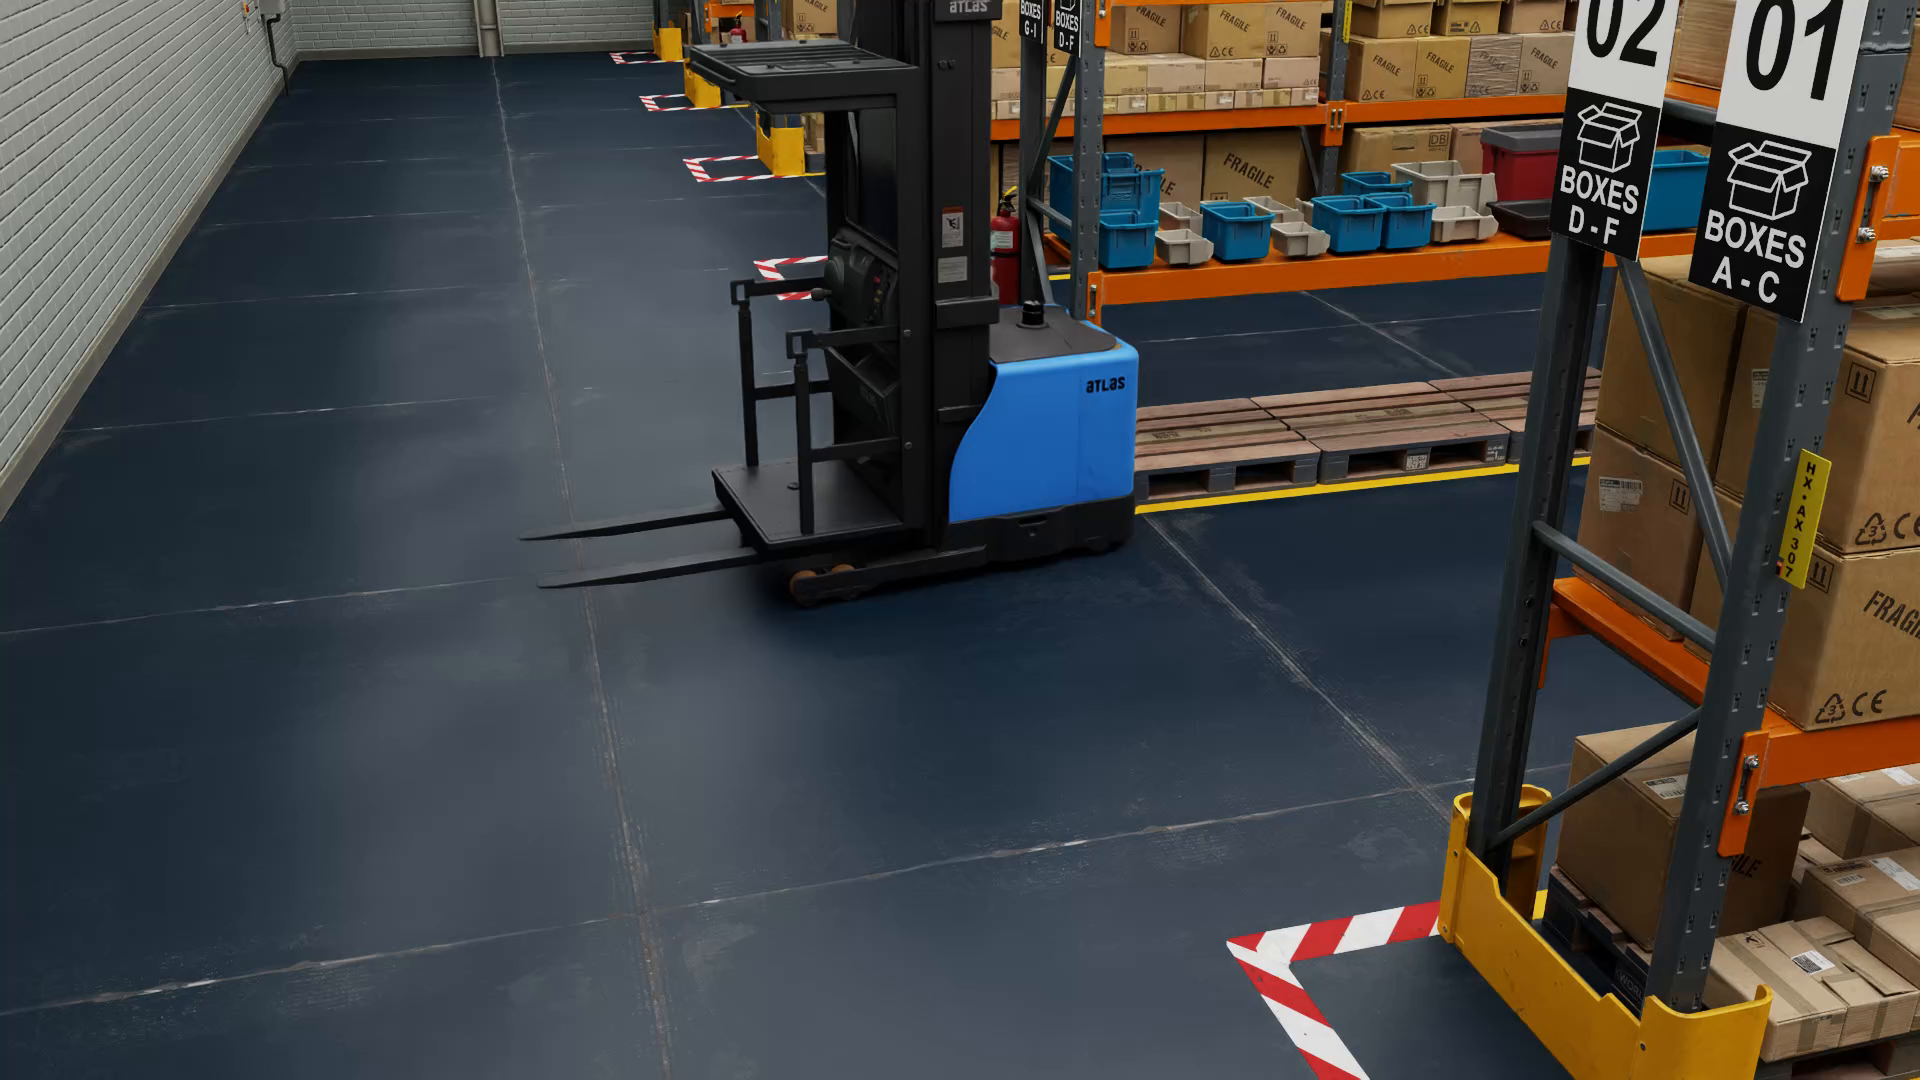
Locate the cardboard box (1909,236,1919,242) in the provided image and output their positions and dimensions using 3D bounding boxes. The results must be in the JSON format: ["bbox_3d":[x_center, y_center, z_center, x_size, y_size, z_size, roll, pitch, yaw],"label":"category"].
[{"bbox_3d":[3.197,-0.626,5.010,0.500,0.500,0.500,-6,24,-13],"label":"cardboard box"}]

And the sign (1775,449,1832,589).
[{"bbox_3d":[2.006,-0.049,3.963,0.005,0.325,0.100,-6,24,-14],"label":"sign"}]

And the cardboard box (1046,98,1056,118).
[{"bbox_3d":[0.607,-3.526,13.482,0.250,0.149,0.380,-7,24,-15],"label":"cardboard box"}]

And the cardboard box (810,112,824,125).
[{"bbox_3d":[-1.460,-4.596,17.985,0.250,0.149,0.380,-7,24,-17],"label":"cardboard box"}]

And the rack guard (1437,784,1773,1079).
[{"bbox_3d":[1.932,1.283,5.126,0.348,0.500,1.175,-6,24,-14],"label":"rack guard"}]

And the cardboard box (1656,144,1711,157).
[{"bbox_3d":[6.219,-3.622,15.549,0.875,0.875,1.225,-7,24,-17],"label":"cardboard box"}]

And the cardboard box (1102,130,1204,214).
[{"bbox_3d":[1.514,-3.126,14.393,0.875,0.875,0.875,-6,24,-14],"label":"cardboard box"}]

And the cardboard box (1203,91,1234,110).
[{"bbox_3d":[2.090,-3.691,13.866,0.250,0.149,0.380,-6,24,-13],"label":"cardboard box"}]

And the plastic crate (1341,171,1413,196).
[{"bbox_3d":[2.433,-2.005,9.755,0.300,0.233,0.416,-6,24,-14],"label":"plastic crate"}]

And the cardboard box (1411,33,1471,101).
[{"bbox_3d":[4.032,-4.099,14.372,0.500,0.500,0.500,-6,24,-14],"label":"cardboard box"}]

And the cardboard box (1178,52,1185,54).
[{"bbox_3d":[2.035,-4.111,14.340,0.500,0.250,0.500,-6,24,-15],"label":"cardboard box"}]

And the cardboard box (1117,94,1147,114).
[{"bbox_3d":[1.350,-3.609,13.675,0.250,0.149,0.380,-6,24,-14],"label":"cardboard box"}]

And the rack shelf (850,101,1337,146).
[{"bbox_3d":[1.112,-3.501,14.018,4.000,0.370,1.077,-6,24,-14],"label":"rack shelf"}]

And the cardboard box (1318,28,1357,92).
[{"bbox_3d":[3.415,-4.244,14.711,0.500,0.500,0.500,-6,24,-14],"label":"cardboard box"}]

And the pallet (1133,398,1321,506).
[{"bbox_3d":[1.329,-0.530,9.718,1.213,0.211,1.003,-6,24,-14],"label":"pallet"}]

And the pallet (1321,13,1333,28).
[{"bbox_3d":[3.752,-6.050,19.290,1.213,0.211,1.003,-6,24,-14],"label":"pallet"}]

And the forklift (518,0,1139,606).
[{"bbox_3d":[-0.663,-1.266,7.984,3.031,2.935,1.130,-9,25,-20],"label":"forklift"}]

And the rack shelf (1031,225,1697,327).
[{"bbox_3d":[2.450,-1.621,9.636,4.000,0.370,1.077,-6,24,-14],"label":"rack shelf"}]

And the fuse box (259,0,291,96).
[{"bbox_3d":[-9.340,-6.993,22.877,0.414,1.711,0.539,-6,24,-14],"label":"fuse box"}]

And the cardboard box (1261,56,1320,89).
[{"bbox_3d":[2.684,-3.966,14.002,0.500,0.250,0.500,-7,24,-15],"label":"cardboard box"}]

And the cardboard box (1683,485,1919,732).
[{"bbox_3d":[2.358,0.149,4.471,0.500,0.500,0.500,-6,24,-13],"label":"cardboard box"}]

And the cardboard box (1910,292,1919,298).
[{"bbox_3d":[2.859,-0.369,4.410,0.500,0.500,0.500,-6,24,-14],"label":"cardboard box"}]

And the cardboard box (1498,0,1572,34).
[{"bbox_3d":[4.909,-4.764,14.650,0.637,0.503,0.797,-6,24,-13],"label":"cardboard box"}]

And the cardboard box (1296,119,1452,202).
[{"bbox_3d":[3.649,-3.337,14.886,0.875,0.875,1.225,-6,24,-14],"label":"cardboard box"}]

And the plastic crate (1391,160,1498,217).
[{"bbox_3d":[2.856,-2.045,9.786,0.530,0.282,0.437,-6,24,-14],"label":"plastic crate"}]

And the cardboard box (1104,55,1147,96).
[{"bbox_3d":[1.206,-3.803,13.622,0.500,0.250,0.500,-7,24,-15],"label":"cardboard box"}]

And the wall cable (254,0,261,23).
[{"bbox_3d":[-9.307,-7.776,21.780,0.122,1.984,0.588,-6,24,-14],"label":"wall cable"}]

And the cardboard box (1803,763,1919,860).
[{"bbox_3d":[3.239,0.963,5.632,0.500,0.250,0.500,-6,24,-14],"label":"cardboard box"}]

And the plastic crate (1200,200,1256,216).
[{"bbox_3d":[1.544,-1.826,9.460,0.243,0.136,0.396,-6,24,-14],"label":"plastic crate"}]

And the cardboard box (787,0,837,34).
[{"bbox_3d":[-1.549,-5.638,17.582,0.500,0.500,0.500,-5,24,-12],"label":"cardboard box"}]

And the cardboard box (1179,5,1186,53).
[{"bbox_3d":[2.032,-4.454,14.188,0.500,0.500,0.500,-6,24,-14],"label":"cardboard box"}]

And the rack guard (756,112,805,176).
[{"bbox_3d":[-1.983,-4.372,18.306,0.348,0.500,1.175,-6,24,-14],"label":"rack guard"}]

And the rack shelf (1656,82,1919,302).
[{"bbox_3d":[3.785,-1.118,4.661,4.000,0.370,1.077,-6,24,-14],"label":"rack shelf"}]

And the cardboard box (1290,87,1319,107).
[{"bbox_3d":[2.833,-3.773,14.057,0.250,0.149,0.380,-6,24,-14],"label":"cardboard box"}]

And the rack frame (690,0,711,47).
[{"bbox_3d":[-3.490,-7.381,22.149,0.127,3.000,1.000,-6,24,-14],"label":"rack frame"}]

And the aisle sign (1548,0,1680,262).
[{"bbox_3d":[1.711,-1.161,4.355,0.004,0.787,0.394,-6,24,-14],"label":"aisle sign"}]

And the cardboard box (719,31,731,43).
[{"bbox_3d":[-3.801,-8.208,27.158,0.250,0.149,0.380,-7,24,-16],"label":"cardboard box"}]

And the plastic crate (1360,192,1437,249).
[{"bbox_3d":[2.408,-1.763,9.190,0.300,0.233,0.416,-6,24,-14],"label":"plastic crate"}]

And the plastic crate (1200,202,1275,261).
[{"bbox_3d":[1.485,-1.661,8.952,0.300,0.233,0.416,-6,24,-14],"label":"plastic crate"}]

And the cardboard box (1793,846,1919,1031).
[{"bbox_3d":[2.941,1.200,5.077,0.500,0.250,0.500,-6,24,-14],"label":"cardboard box"}]

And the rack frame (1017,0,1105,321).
[{"bbox_3d":[0.525,-1.739,8.998,0.127,3.000,1.000,-6,24,-14],"label":"rack frame"}]

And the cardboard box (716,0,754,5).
[{"bbox_3d":[-2.950,-7.369,21.994,0.500,0.500,0.500,-7,24,-15],"label":"cardboard box"}]

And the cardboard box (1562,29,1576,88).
[{"bbox_3d":[5.500,-4.263,14.754,0.500,0.500,0.500,-7,24,-16],"label":"cardboard box"}]

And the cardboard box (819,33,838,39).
[{"bbox_3d":[-1.421,-5.350,17.734,0.250,0.149,0.380,-5,24,-12],"label":"cardboard box"}]

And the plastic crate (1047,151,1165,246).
[{"bbox_3d":[0.797,-1.889,9.227,0.499,0.435,0.616,-6,24,-14],"label":"plastic crate"}]

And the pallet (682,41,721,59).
[{"bbox_3d":[-3.994,-8.077,27.307,1.213,0.211,1.003,-6,24,-14],"label":"pallet"}]

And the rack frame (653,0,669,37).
[{"bbox_3d":[-4.835,-9.265,26.540,0.127,3.000,1.000,-6,24,-14],"label":"rack frame"}]

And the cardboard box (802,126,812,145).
[{"bbox_3d":[-1.605,-4.531,18.588,0.250,0.149,0.380,-6,24,-13],"label":"cardboard box"}]

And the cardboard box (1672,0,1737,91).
[{"bbox_3d":[2.282,-1.322,4.413,0.500,0.250,0.500,-6,24,-14],"label":"cardboard box"}]

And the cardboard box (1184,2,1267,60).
[{"bbox_3d":[2.184,-4.255,13.725,0.500,0.500,0.500,-6,24,-14],"label":"cardboard box"}]
